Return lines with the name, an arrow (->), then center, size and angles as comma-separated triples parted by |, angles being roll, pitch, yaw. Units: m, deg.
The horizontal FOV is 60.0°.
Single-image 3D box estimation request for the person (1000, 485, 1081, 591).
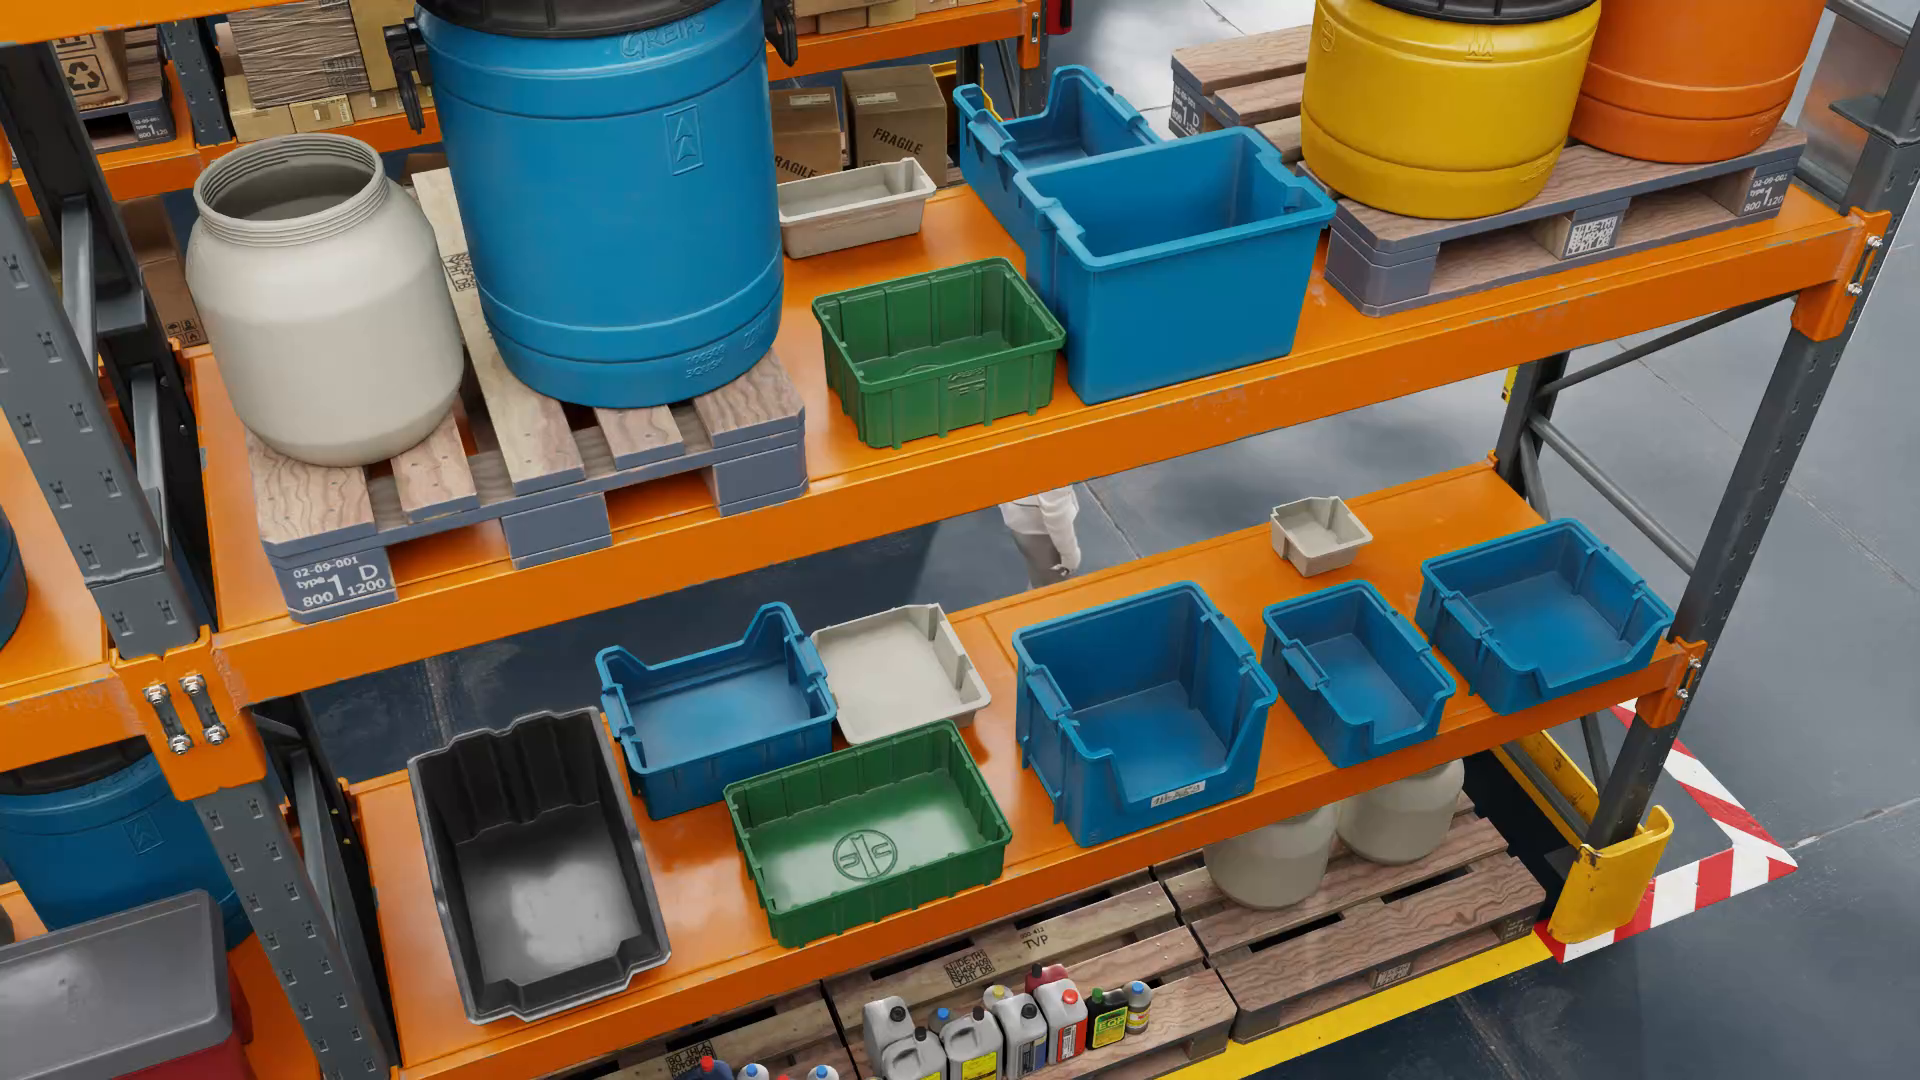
person -> 0.355, -0.107, 6.273 | 0.408, 1.667, 0.547 | -4, 42, -5
